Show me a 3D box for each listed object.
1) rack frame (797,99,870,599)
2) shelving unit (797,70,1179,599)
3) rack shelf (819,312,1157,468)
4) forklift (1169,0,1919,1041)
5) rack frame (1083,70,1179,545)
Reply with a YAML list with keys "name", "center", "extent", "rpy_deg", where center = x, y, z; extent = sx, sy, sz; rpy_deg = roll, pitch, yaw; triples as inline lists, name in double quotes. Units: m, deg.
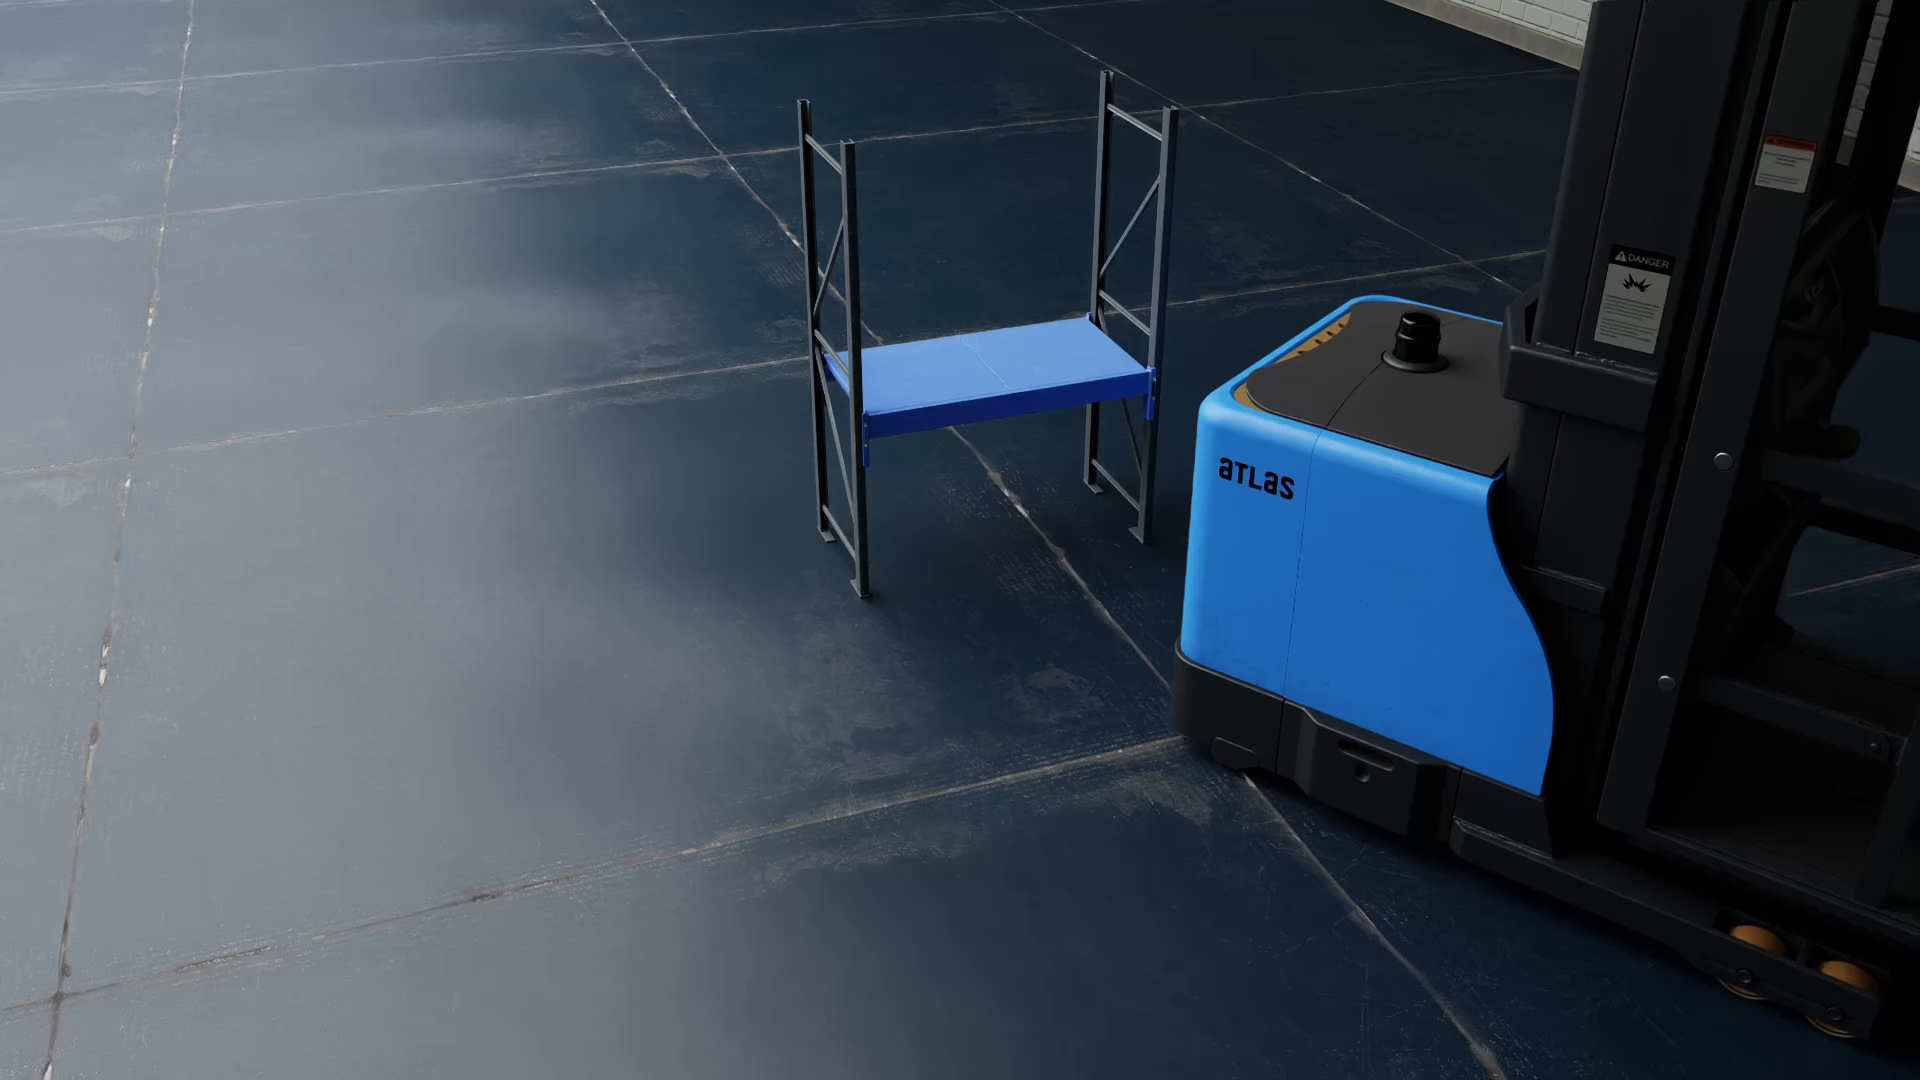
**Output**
- name: "rack frame"
  center: [-0.396, -0.579, 5.251]
  extent: [0.032, 1.500, 0.500]
  rpy_deg: [-10, 31, -18]
- name: "shelving unit"
  center: [0.080, -0.666, 5.405]
  extent: [1.048, 1.500, 0.538]
  rpy_deg: [-10, 31, -18]
- name: "rack shelf"
  center: [0.080, -0.510, 5.494]
  extent: [1.000, 0.185, 0.538]
  rpy_deg: [-10, 31, -18]
- name: "forklift"
  center: [2.075, -0.446, 3.572]
  extent: [3.031, 2.935, 1.130]
  rpy_deg: [21, 36, 32]
- name: "rack frame"
  center: [0.556, -0.754, 5.559]
  extent: [0.032, 1.500, 0.500]
  rpy_deg: [-10, 31, -18]
